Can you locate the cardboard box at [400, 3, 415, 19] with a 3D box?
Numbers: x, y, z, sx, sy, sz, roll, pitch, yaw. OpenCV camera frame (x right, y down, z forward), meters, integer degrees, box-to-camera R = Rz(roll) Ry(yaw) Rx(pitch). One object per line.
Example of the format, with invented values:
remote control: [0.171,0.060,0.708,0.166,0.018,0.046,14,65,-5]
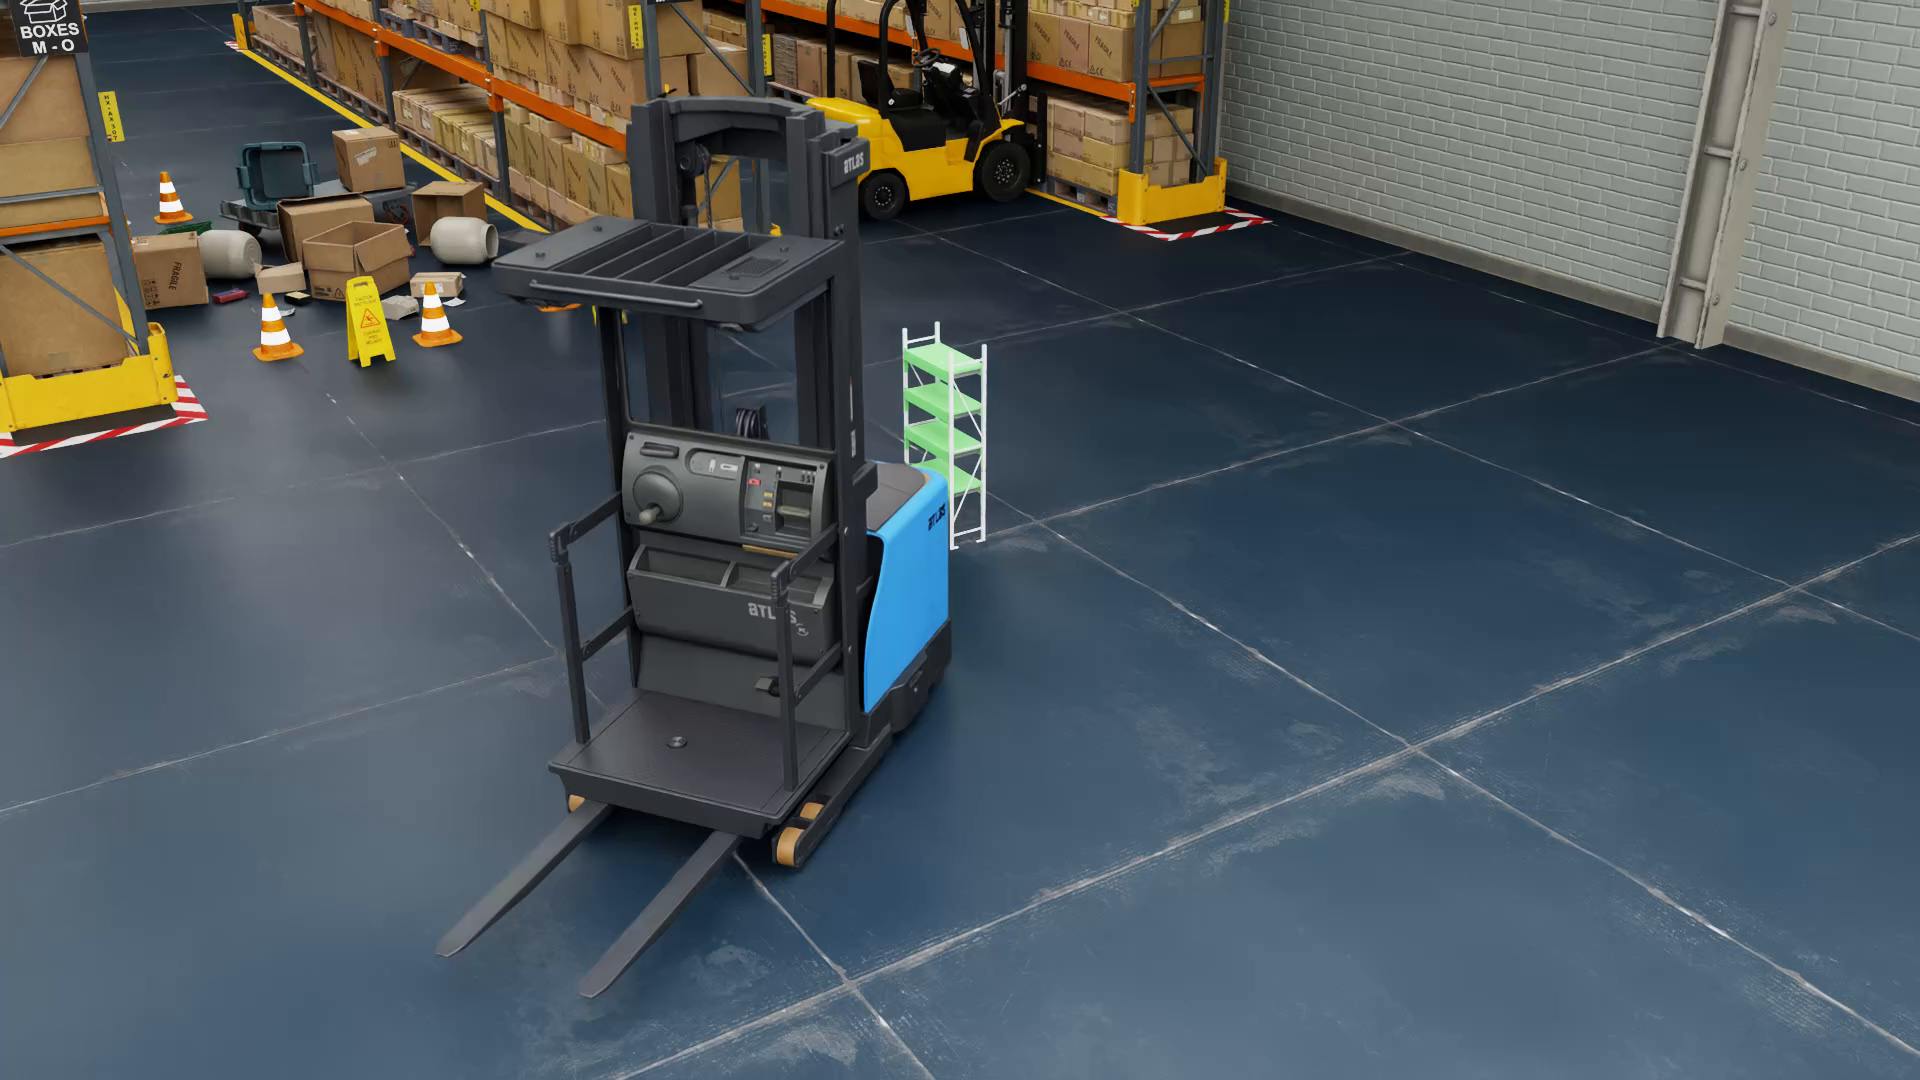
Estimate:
cardboard box: [-6.033,-5.925,18.590,0.380,0.149,0.250,-15,29,-29]

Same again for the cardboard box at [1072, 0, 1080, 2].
cardboard box: [1.328,-5.453,16.561,0.380,0.149,0.250,-15,29,-29]

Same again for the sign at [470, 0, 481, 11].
sign: [-4.704,-5.291,16.089,0.100,0.325,0.005,-16,29,-30]

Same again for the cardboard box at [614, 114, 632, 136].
cardboard box: [-2.672,-3.503,13.951,0.380,0.149,0.250,-16,30,-30]

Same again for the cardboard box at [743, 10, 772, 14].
cardboard box: [-2.870,-7.472,23.740,0.380,0.149,0.250,-16,30,-31]

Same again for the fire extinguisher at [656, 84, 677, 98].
fire extinguisher: [-2.381,-3.284,13.284,0.296,0.674,0.183,-16,29,-30]

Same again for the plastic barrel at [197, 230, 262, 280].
plastic barrel: [-6.428,-2.495,14.540,0.512,0.421,0.421,3,25,6]

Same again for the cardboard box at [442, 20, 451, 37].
cardboard box: [-5.195,-5.367,17.408,0.380,0.149,0.250,-15,29,-29]

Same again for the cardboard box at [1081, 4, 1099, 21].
cardboard box: [1.421,-5.215,16.406,0.380,0.149,0.250,-15,29,-29]

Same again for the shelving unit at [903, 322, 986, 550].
shelving unit: [-0.090,-0.602,9.619,0.258,1.200,0.503,-16,29,-30]

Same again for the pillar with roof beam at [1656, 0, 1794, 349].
pillar with roof beam: [2.143,-4.649,9.056,9.100,9.000,0.400,-16,29,-30]

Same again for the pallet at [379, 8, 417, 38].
pallet: [-5.946,-6.012,19.197,1.213,0.211,1.003,-16,29,-30]

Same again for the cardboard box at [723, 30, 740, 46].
cardboard box: [-2.943,-6.829,23.139,0.500,0.500,0.500,-16,30,-30]

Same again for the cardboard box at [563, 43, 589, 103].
cardboard box: [-3.124,-4.137,14.535,0.500,0.500,0.500,-16,29,-30]

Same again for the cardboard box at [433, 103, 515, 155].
cardboard box: [-5.305,-4.592,18.549,0.950,0.372,0.625,-14,29,-28]

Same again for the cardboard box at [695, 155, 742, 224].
cardboard box: [-2.279,-3.115,14.685,0.500,0.500,0.500,-17,30,-31]

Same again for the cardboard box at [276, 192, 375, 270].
cardboard box: [-5.654,-2.771,14.871,0.797,0.637,0.503,-16,29,-30]

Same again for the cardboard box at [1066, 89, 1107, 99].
cardboard box: [1.456,-4.600,17.538,0.500,0.250,0.500,-16,30,-30]

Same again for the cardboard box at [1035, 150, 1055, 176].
cardboard box: [1.050,-4.028,17.498,0.500,0.250,0.500,-15,29,-29]

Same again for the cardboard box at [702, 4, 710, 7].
cardboard box: [-3.846,-7.717,24.260,0.380,0.149,0.250,-16,29,-30]

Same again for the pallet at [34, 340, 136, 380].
pallet: [-6.651,-1.285,12.224,1.003,0.211,1.213,-16,29,-30]

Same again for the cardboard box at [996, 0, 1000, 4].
cardboard box: [0.545,-5.755,17.551,0.380,0.149,0.250,-17,30,-31]

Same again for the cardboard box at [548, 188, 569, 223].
cardboard box: [-3.552,-3.194,15.730,0.500,0.250,0.500,-16,30,-30]

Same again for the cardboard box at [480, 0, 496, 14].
cardboard box: [-4.182,-5.322,15.874,0.700,0.500,0.500,-16,30,-30]

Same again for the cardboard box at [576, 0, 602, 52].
cardboard box: [-2.789,-4.414,13.950,0.700,0.500,0.500,-15,29,-29]

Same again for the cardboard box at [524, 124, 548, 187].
cardboard box: [-3.843,-3.721,15.970,0.500,0.500,0.500,-14,29,-28]

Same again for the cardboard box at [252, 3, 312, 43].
cardboard box: [-10.347,-8.009,25.711,0.875,0.438,0.875,-17,30,-31]

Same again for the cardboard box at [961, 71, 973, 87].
cardboard box: [0.188,-5.024,18.436,0.500,0.250,0.500,-15,29,-29]

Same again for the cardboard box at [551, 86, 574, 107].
cardboard box: [-3.486,-4.054,15.118,0.380,0.149,0.250,-16,29,-30]

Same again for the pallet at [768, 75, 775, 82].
pallet: [-2.643,-6.502,23.276,1.003,0.211,1.213,-16,29,-30]

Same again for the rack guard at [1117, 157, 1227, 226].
rack guard: [2.113,-3.487,16.551,1.175,0.500,0.348,-16,29,-30]

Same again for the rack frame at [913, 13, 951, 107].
rack frame: [-0.084,-6.057,19.066,1.000,3.000,0.127,-16,29,-30]

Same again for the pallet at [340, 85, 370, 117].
pallet: [-7.453,-5.804,21.797,1.003,0.211,1.213,-16,29,-30]

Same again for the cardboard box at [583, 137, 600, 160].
cardboard box: [-3.104,-3.479,14.696,0.380,0.149,0.250,-15,29,-29]

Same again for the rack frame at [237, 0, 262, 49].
rack frame: [-10.791,-9.191,25.705,1.000,3.000,0.127,-16,29,-30]

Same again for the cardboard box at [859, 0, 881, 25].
cardboard box: [-0.857,-6.287,19.729,0.500,0.250,0.500,-16,29,-30]

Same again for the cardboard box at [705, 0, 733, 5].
cardboard box: [-3.558,-7.943,24.739,0.380,0.149,0.250,-17,30,-32]

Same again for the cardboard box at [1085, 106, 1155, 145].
cardboard box: [1.587,-4.117,16.514,0.500,0.250,0.500,-14,29,-28]

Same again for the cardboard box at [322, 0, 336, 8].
cardboard box: [-7.773,-6.920,21.072,0.500,0.250,0.500,-16,30,-30]

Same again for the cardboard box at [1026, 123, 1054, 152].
cardboard box: [1.008,-4.261,17.406,0.500,0.250,0.500,-16,30,-31]

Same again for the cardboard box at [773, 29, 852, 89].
cardboard box: [-1.938,-6.377,22.035,0.875,0.625,0.625,-15,29,-28]

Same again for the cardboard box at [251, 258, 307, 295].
cardboard box: [-5.851,-2.287,14.283,0.396,0.266,0.258,-10,27,-21]

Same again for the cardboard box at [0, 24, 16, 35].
cardboard box: [-6.889,-3.383,11.962,0.875,0.550,0.550,-16,29,-30]

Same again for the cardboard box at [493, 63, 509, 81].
cardboard box: [-4.337,-4.597,16.269,0.380,0.149,0.250,-16,29,-30]

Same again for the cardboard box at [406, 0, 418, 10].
cardboard box: [-5.786,-6.111,18.223,0.500,0.500,0.500,-15,29,-29]

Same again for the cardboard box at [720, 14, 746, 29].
cardboard box: [-3.137,-7.258,23.286,0.380,0.149,0.250,-15,29,-28]

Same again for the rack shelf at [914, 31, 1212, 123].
rack shelf: [1.008,-5.016,17.704,1.077,0.370,4.000,-16,29,-30]

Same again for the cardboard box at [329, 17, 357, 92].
cardboard box: [-7.703,-6.465,21.927,0.875,0.875,0.875,-15,29,-28]

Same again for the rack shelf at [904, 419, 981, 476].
rack shelf: [-0.090,-0.544,9.647,0.258,0.148,0.480,-16,29,-30]

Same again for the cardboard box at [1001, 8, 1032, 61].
cardboard box: [0.772,-5.334,17.418,0.500,0.500,0.500,-15,29,-29]

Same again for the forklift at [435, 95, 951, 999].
forklift: [-1.051,-0.173,6.683,1.130,2.935,3.031,9,27,19]

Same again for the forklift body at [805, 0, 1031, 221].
forklift body: [-0.464,-4.495,16.753,2.313,2.155,1.214,-16,29,-30]

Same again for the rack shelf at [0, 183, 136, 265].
rack shelf: [-7.241,-2.668,12.731,1.077,0.370,4.000,-16,29,-30]

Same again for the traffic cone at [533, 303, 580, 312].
traffic cone: [-3.372,-2.174,13.813,0.336,0.463,0.334,-16,29,-30]
